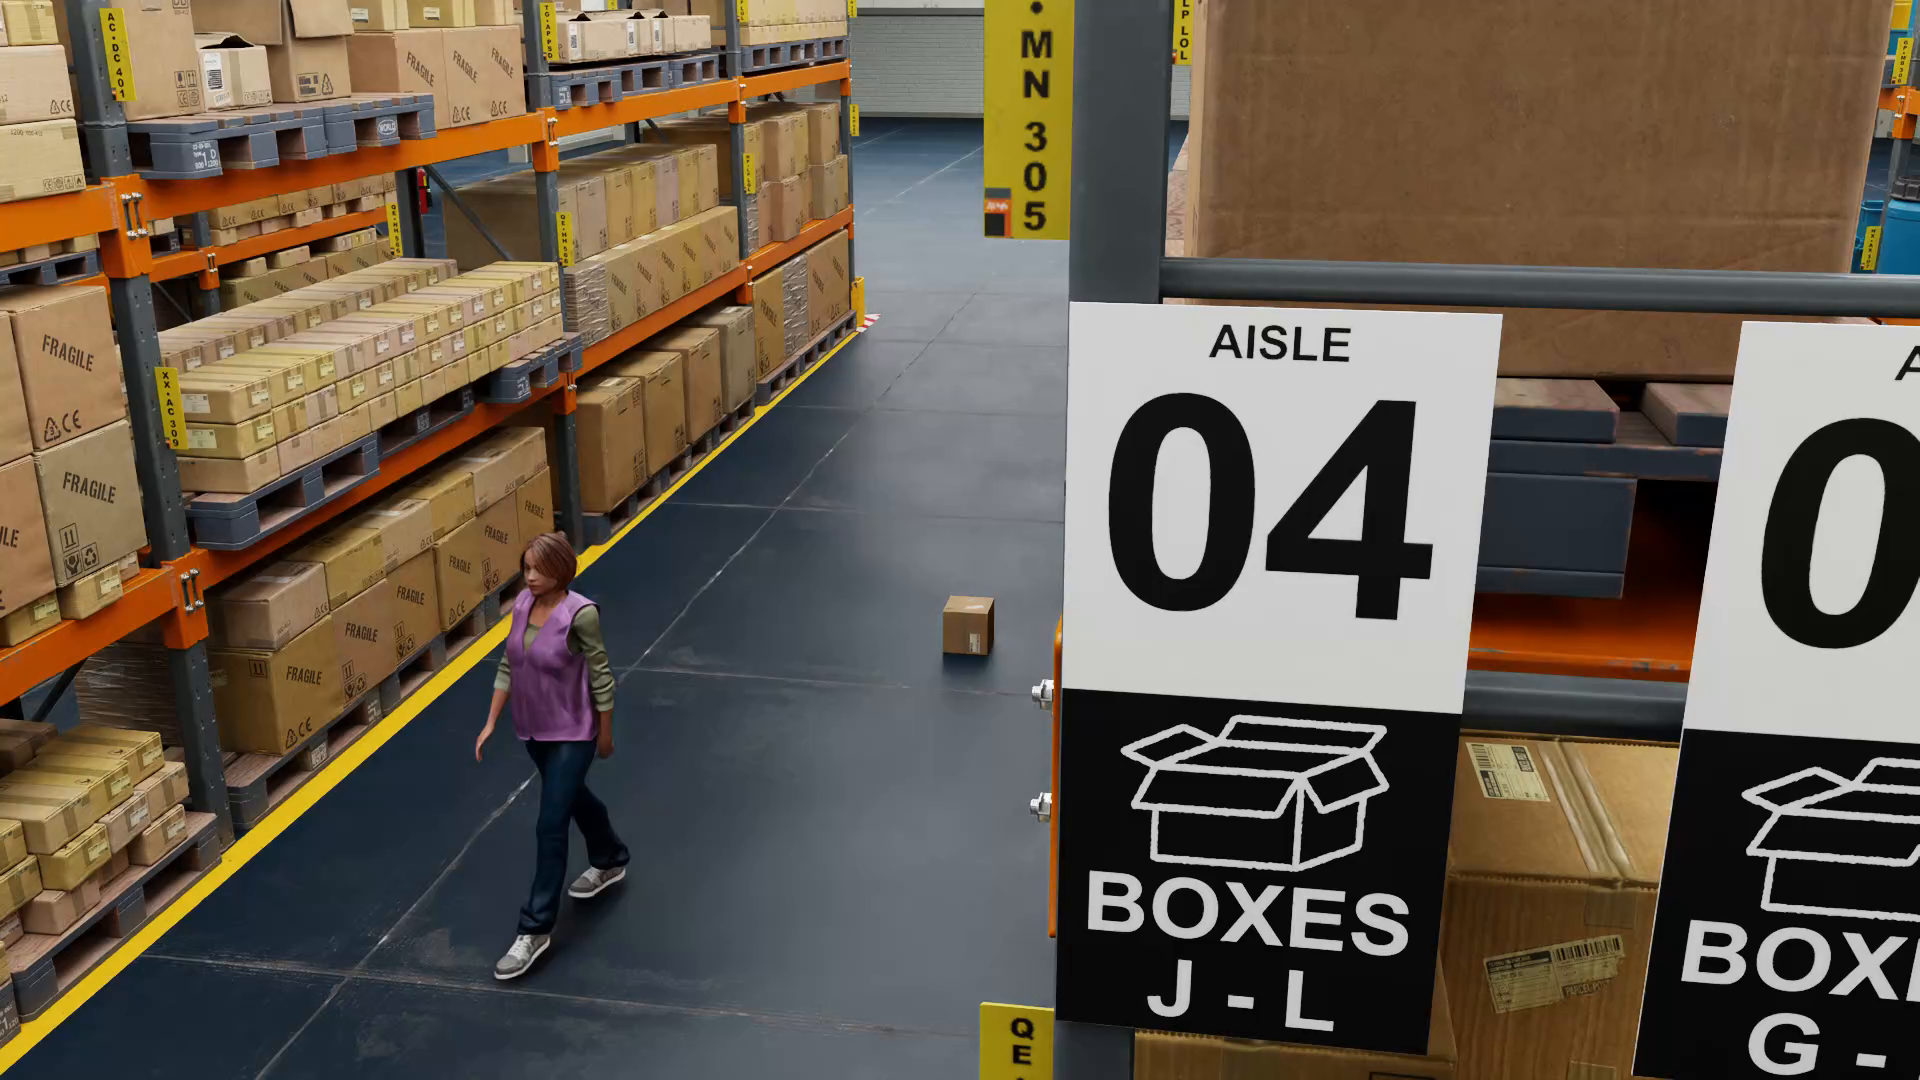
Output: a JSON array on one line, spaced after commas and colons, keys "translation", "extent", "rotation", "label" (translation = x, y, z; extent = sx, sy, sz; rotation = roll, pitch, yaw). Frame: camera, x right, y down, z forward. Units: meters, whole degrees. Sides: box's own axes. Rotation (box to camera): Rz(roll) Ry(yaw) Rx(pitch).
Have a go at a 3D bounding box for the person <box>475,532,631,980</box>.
[{"translation": [-1.586, 0.744, 6.259], "extent": [0.424, 1.565, 0.837], "rotation": [11, 21, 31], "label": "person"}]
